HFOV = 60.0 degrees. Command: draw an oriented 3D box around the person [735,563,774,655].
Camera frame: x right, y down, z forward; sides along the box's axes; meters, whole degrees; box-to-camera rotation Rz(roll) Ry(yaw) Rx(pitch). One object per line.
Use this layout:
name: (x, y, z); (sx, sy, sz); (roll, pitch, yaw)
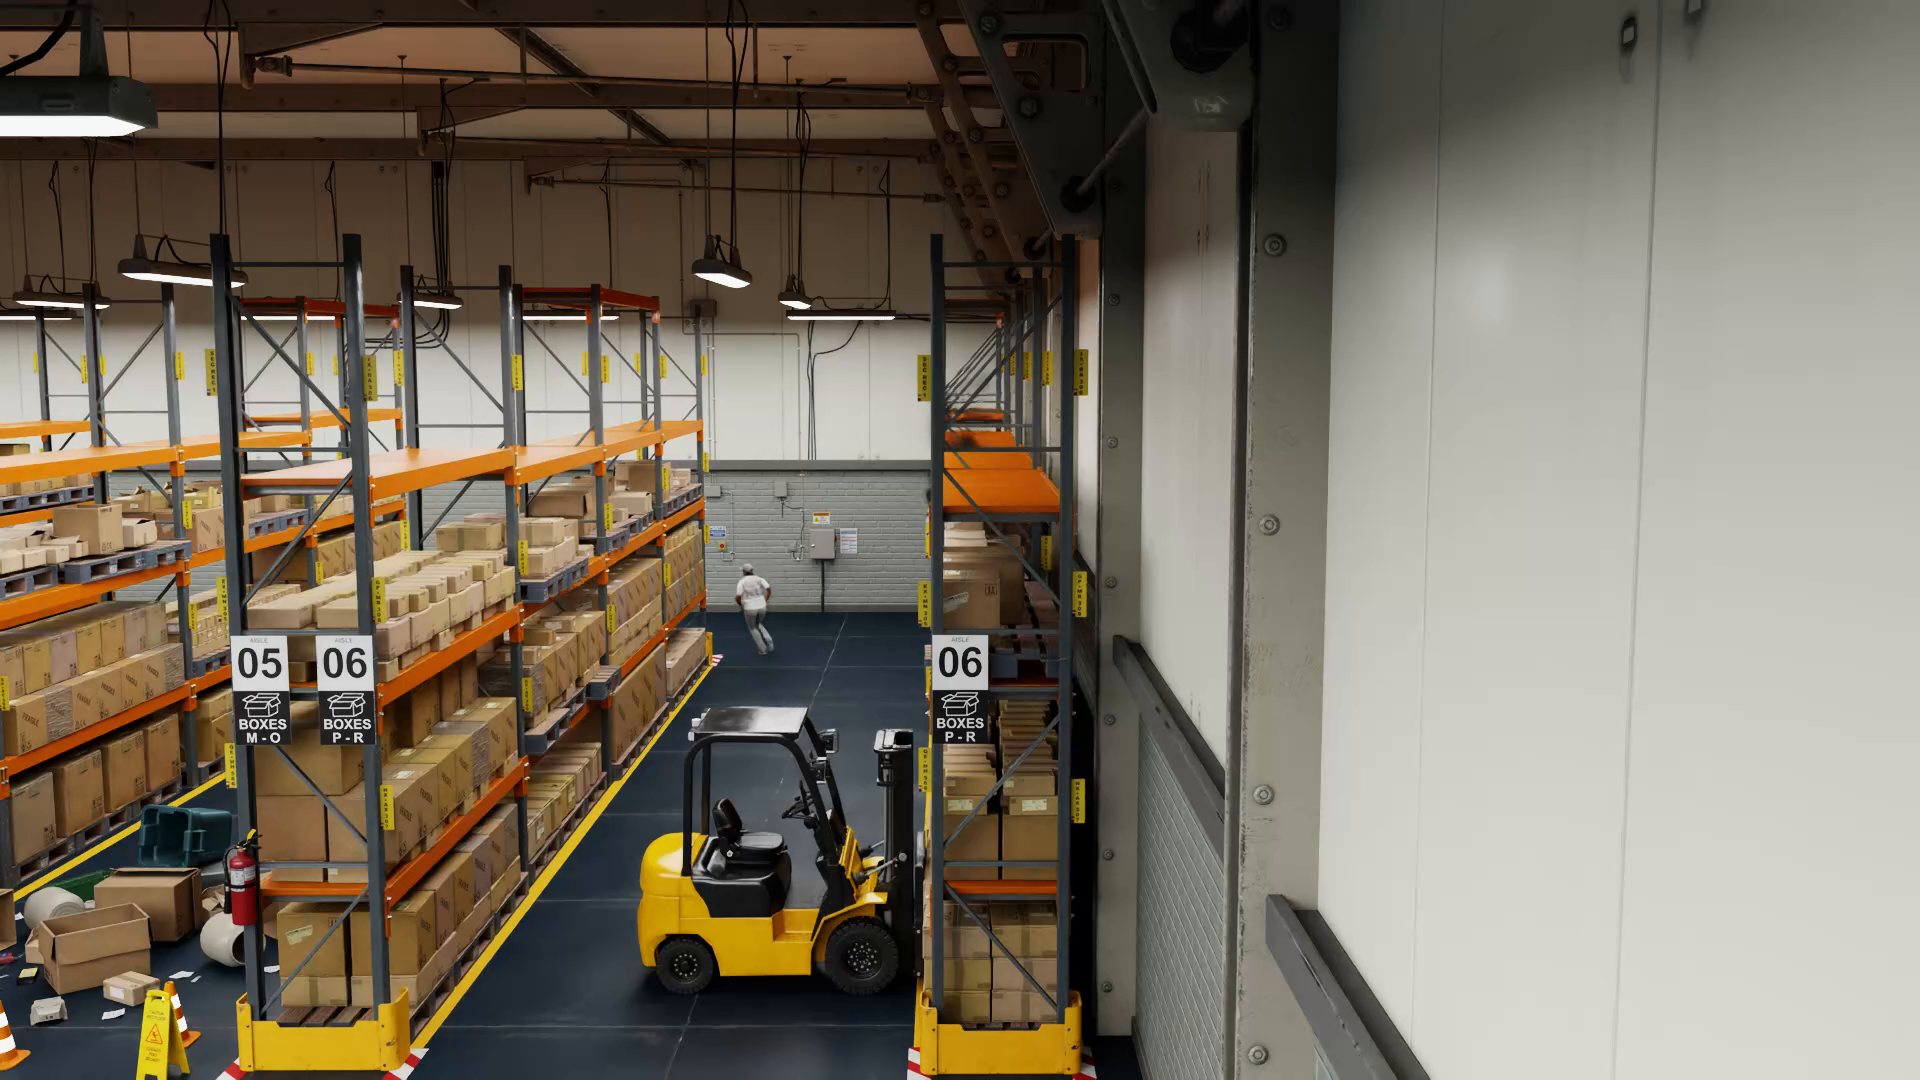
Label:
person: (-3.600, 1.189, 28.812); (0.669, 1.617, 0.514); (-5, 8, -37)
